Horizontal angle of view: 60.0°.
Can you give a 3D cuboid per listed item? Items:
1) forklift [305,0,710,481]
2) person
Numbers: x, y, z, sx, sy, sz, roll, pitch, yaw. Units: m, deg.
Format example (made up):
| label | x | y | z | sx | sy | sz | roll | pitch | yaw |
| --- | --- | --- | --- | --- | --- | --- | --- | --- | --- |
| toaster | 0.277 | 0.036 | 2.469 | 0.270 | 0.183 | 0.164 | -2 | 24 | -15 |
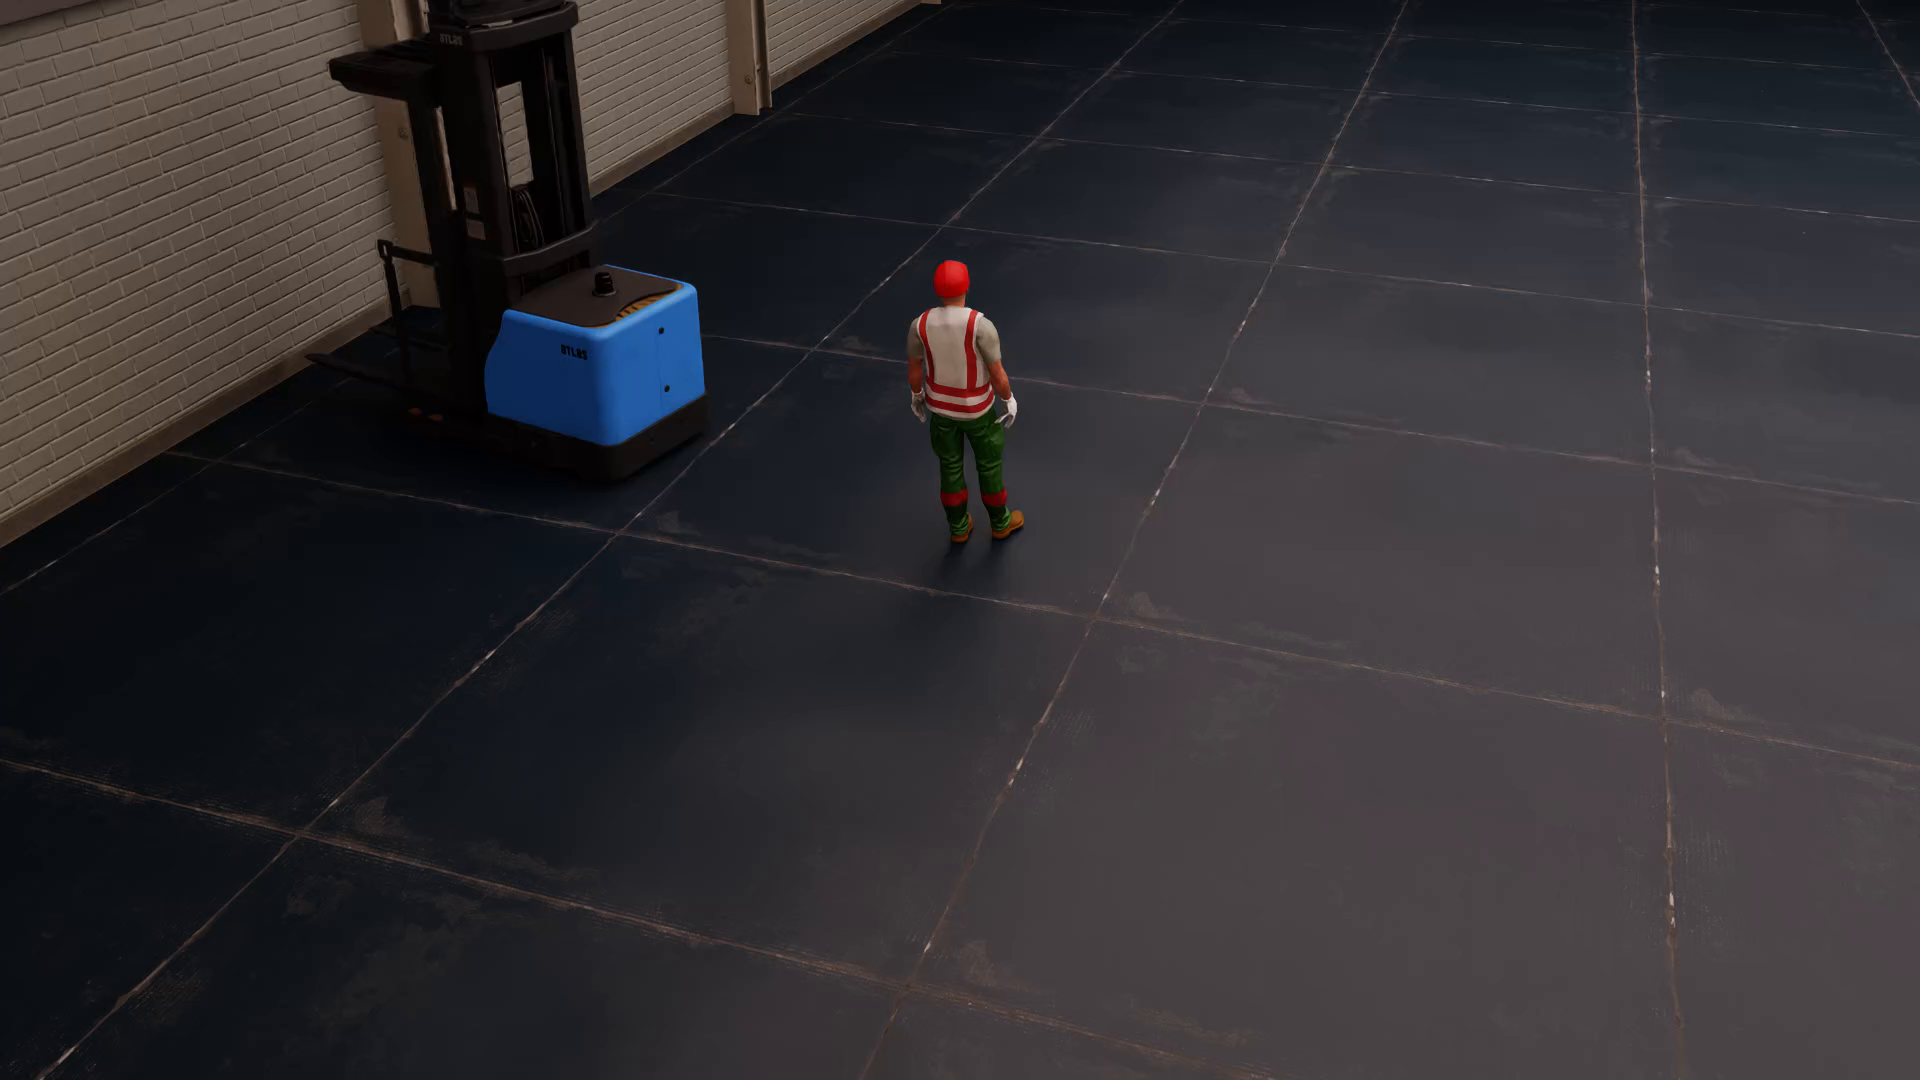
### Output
| label | x | y | z | sx | sy | sz | roll | pitch | yaw |
| --- | --- | --- | --- | --- | --- | --- | --- | --- | --- |
| forklift | -3.241 | -2.172 | 10.948 | 3.031 | 2.935 | 1.130 | 16 | 33 | 26 |
| person | 0.036 | -0.819 | 9.713 | 0.638 | 1.789 | 0.562 | 10 | 31 | 16 |
